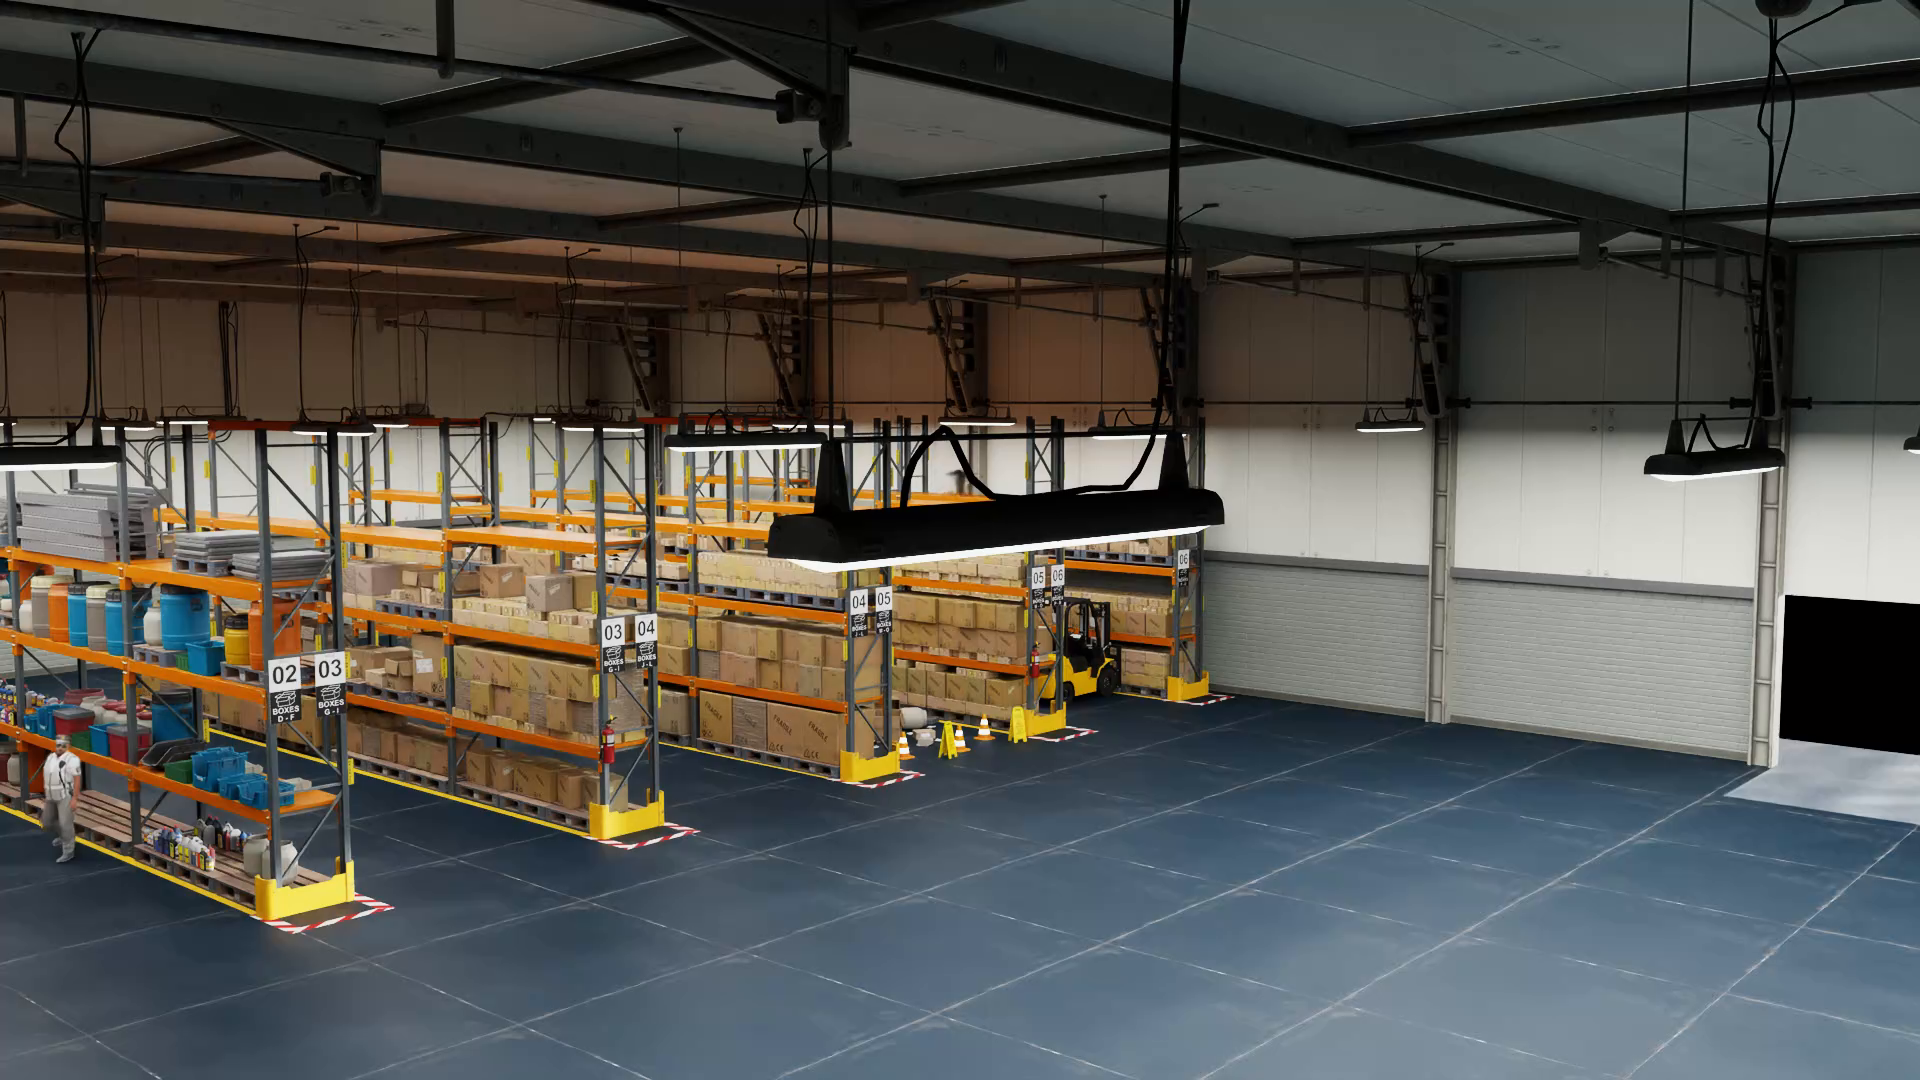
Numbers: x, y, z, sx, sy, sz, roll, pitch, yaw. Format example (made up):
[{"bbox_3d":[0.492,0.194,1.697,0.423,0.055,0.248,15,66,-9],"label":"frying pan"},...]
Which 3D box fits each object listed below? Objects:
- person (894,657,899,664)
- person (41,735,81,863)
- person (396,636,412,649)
[{"bbox_3d":[-1.835,2.200,38.779,1.000,1.763,0.674,3,5,30],"label":"person"},{"bbox_3d":[-12.459,3.541,23.083,0.748,1.760,0.628,1,5,15],"label":"person"},{"bbox_3d":[-13.752,2.068,40.912,0.651,1.748,0.975,2,5,20],"label":"person"}]
